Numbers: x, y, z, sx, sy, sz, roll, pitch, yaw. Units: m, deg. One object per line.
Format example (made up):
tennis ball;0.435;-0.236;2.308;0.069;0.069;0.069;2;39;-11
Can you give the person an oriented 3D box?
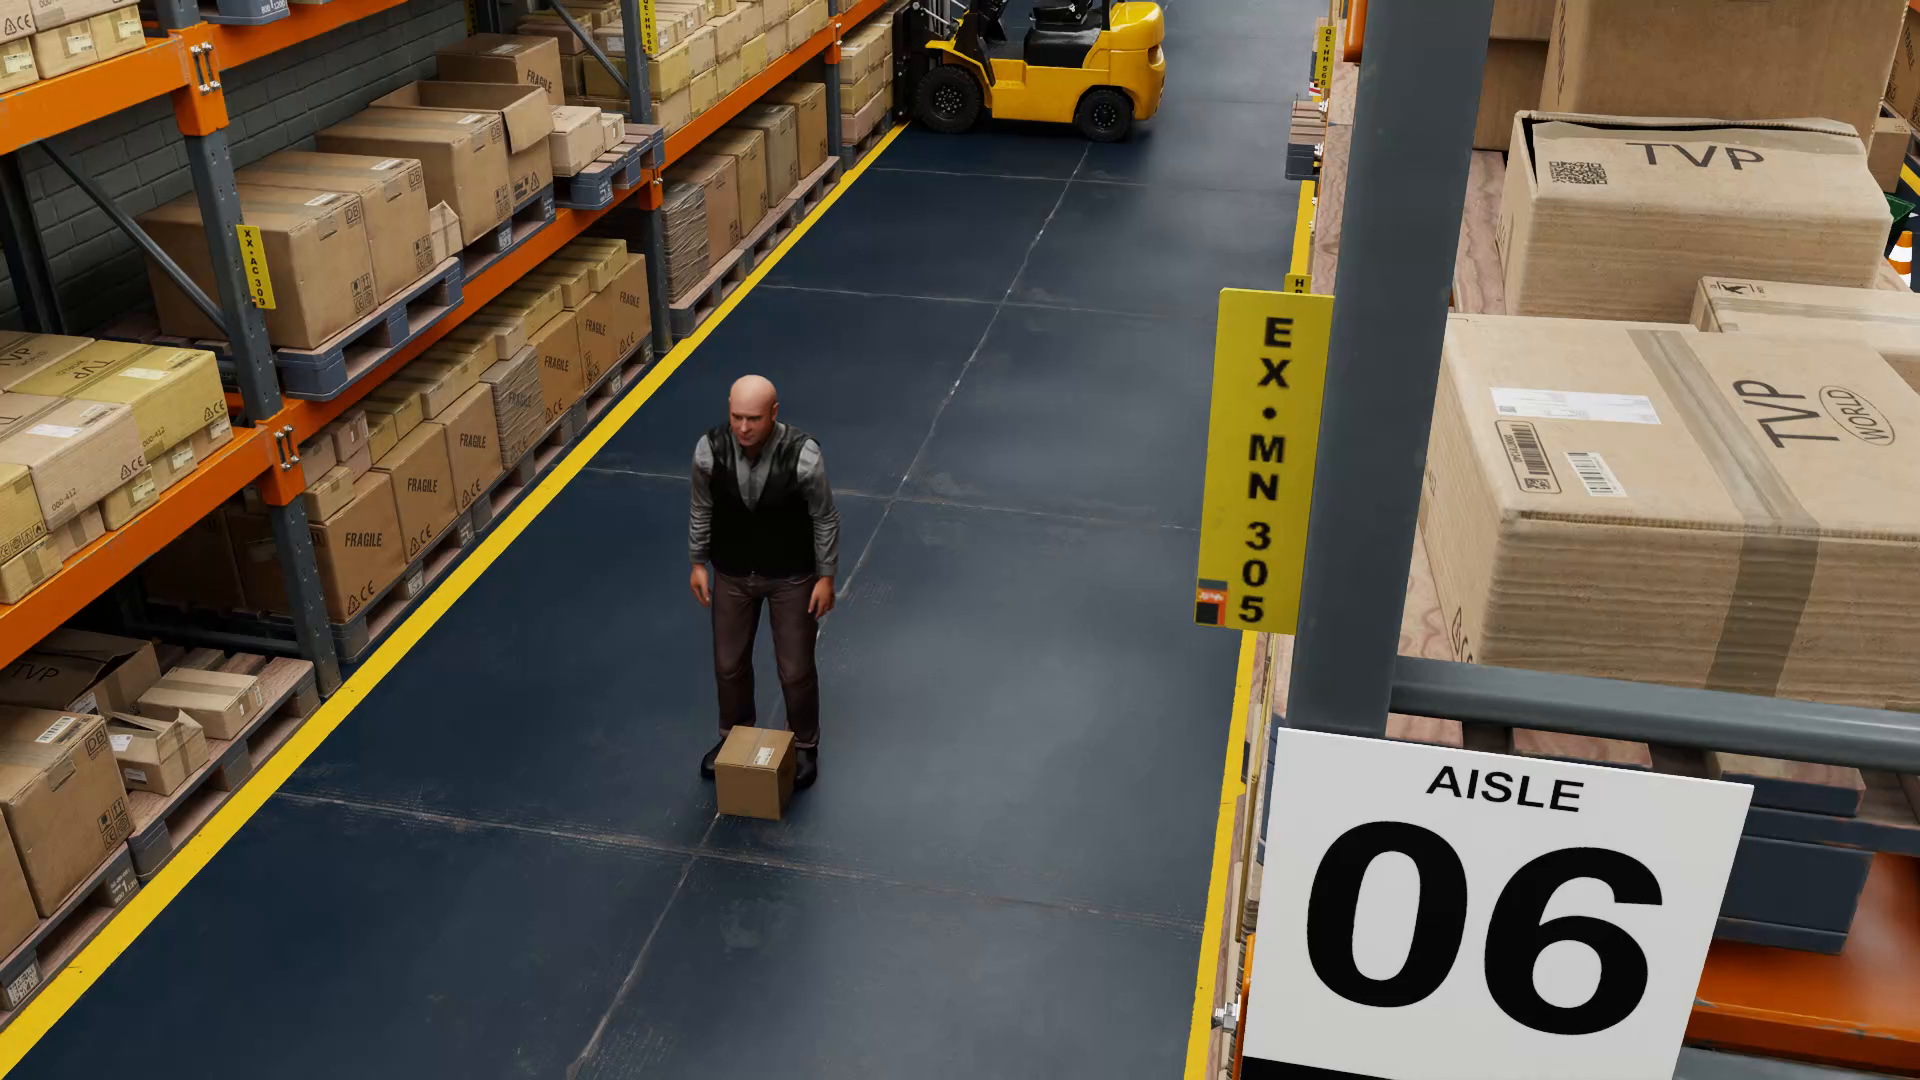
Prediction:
person;-0.750;0.146;6.382;0.585;1.720;0.364;5;29;10
